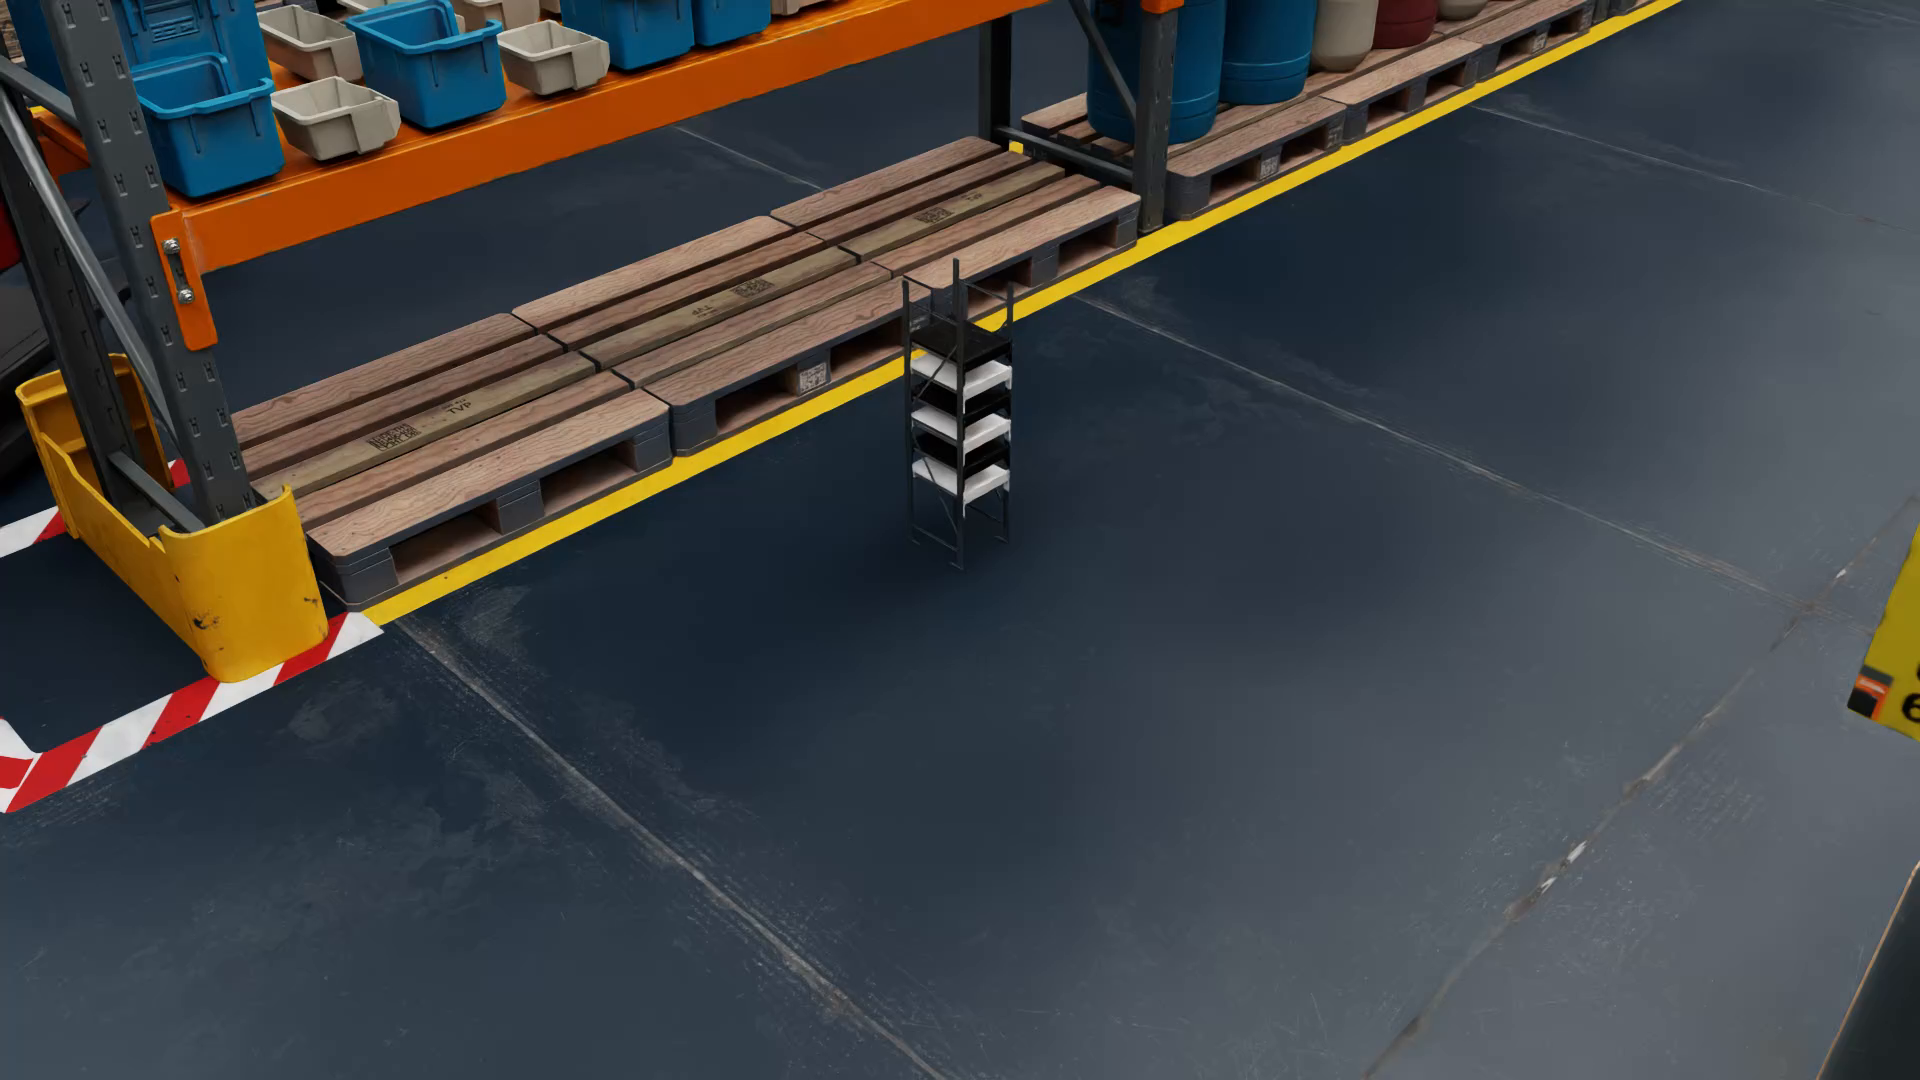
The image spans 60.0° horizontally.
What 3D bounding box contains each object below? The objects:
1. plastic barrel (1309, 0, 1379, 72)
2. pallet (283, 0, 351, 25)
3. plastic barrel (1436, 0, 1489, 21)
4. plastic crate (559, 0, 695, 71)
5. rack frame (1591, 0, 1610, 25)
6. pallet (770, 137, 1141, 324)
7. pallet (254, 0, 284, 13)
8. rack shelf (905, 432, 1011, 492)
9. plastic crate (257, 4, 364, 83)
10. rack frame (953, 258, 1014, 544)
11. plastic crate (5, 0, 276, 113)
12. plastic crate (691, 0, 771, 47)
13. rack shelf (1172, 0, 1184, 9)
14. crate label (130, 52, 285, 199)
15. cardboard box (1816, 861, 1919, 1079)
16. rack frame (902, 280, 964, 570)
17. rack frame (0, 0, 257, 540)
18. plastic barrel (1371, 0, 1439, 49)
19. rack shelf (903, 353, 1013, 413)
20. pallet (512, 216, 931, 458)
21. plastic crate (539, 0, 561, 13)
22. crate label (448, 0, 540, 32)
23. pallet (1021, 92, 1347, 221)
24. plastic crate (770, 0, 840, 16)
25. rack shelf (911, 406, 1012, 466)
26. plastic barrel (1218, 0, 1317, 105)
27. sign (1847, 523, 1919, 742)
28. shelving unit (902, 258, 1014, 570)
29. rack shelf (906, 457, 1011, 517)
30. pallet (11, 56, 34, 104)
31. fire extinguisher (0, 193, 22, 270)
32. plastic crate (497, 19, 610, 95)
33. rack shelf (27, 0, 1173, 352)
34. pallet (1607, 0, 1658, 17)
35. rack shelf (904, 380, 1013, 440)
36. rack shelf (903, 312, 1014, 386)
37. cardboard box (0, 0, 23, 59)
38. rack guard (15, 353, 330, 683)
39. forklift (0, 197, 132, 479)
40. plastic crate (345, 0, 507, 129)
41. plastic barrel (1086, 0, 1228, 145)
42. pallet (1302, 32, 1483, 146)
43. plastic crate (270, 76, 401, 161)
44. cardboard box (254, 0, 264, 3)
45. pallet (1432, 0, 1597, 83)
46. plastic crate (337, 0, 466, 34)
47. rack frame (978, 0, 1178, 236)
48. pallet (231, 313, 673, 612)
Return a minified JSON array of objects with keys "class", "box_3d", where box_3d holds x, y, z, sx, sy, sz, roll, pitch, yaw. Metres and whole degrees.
[{"class":"plastic barrel","box_3d":[1.833,-2.602,8.167,0.421,0.512,0.421,0,35,0]},{"class":"pallet","box_3d":[-3.629,-3.331,9.842,1.003,0.211,1.213,30,45,35]},{"class":"plastic barrel","box_3d":[2.629,-3.061,8.824,0.421,0.512,0.421,0,35,0]},{"class":"plastic crate","box_3d":[-1.005,-1.590,5.002,0.416,0.233,0.300,30,45,35]},{"class":"rack frame","box_3d":[3.296,-4.380,8.908,1.000,3.000,0.127,30,45,35]},{"class":"pallet","box_3d":[-0.013,-1.298,6.927,1.003,0.211,1.213,30,45,35]},{"class":"pallet","box_3d":[-4.488,-2.834,9.129,1.003,0.211,1.213,30,45,35]},{"class":"rack shelf","box_3d":[-0.006,-0.265,5.058,0.258,0.077,0.200,30,45,35]},{"class":"plastic crate","box_3d":[-1.895,-1.453,4.889,0.396,0.136,0.243,30,45,35]},{"class":"rack frame","box_3d":[0.066,-0.407,5.047,0.240,0.900,0.006,30,45,35]},{"class":"plastic crate","box_3d":[-2.237,-1.383,4.527,0.616,0.435,0.499,30,45,35]},{"class":"plastic crate","box_3d":[-0.794,-1.712,5.177,0.416,0.233,0.300,30,45,35]},{"class":"rack shelf","box_3d":[1.887,-3.273,7.949,1.077,0.370,4.000,30,45,35]},{"class":"crate label","box_3d":[-1.933,-1.056,4.235,0.416,0.233,0.303,30,45,35]},{"class":"cardboard box","box_3d":[1.294,0.533,1.776,0.500,0.500,0.500,-28,44,-34]},{"class":"rack frame","box_3d":[-0.077,-0.325,4.929,0.240,0.900,0.006,30,45,35]},{"class":"rack frame","box_3d":[-2.341,-1.132,4.251,1.000,3.000,0.127,30,45,35]},{"class":"plastic barrel","box_3d":[2.168,-2.899,8.526,0.600,0.588,0.708,30,45,35]},{"class":"rack shelf","box_3d":[-0.006,-0.486,4.904,0.258,0.077,0.200,30,45,35]},{"class":"pallet","box_3d":[-0.873,-0.800,6.213,1.003,0.211,1.213,30,45,35]},{"class":"plastic crate","box_3d":[-1.306,-1.815,5.408,0.298,0.136,0.250,30,45,35]},{"class":"crate label","box_3d":[-1.501,-1.687,5.225,0.396,0.136,0.243,30,45,35]},{"class":"pallet","box_3d":[1.051,-1.909,7.802,1.003,0.211,1.213,30,45,35]},{"class":"plastic crate","box_3d":[-0.536,-1.844,5.451,0.293,0.136,0.466,30,45,35]},{"class":"rack shelf","box_3d":[-0.006,-0.338,5.007,0.258,0.077,0.200,30,45,35]},{"class":"plastic barrel","box_3d":[1.372,-2.569,7.779,0.600,0.901,0.708,30,45,35]},{"class":"sign","box_3d":[0.792,0.029,1.297,0.100,0.325,0.005,30,45,35]},{"class":"shelving unit","box_3d":[-0.006,-0.366,4.988,0.258,0.900,0.210,30,45,35]},{"class":"rack shelf","box_3d":[-0.006,-0.191,5.110,0.258,0.077,0.200,30,45,35]},{"class":"pallet","box_3d":[-5.348,-2.341,8.422,1.003,0.211,1.213,30,45,35]},{"class":"fire extinguisher","box_3d":[-2.769,-1.069,4.555,0.296,0.674,0.183,30,45,35]},{"class":"plastic crate","box_3d":[-1.170,-1.388,4.797,0.250,0.136,0.298,30,45,35]},{"class":"rack shelf","box_3d":[-0.932,-1.649,5.621,1.077,0.370,4.000,30,45,35]},{"class":"pallet","box_3d":[3.869,-3.535,10.134,1.003,0.211,1.213,30,45,35]},{"class":"rack shelf","box_3d":[-0.006,-0.412,4.955,0.258,0.077,0.200,30,45,35]},{"class":"rack shelf","box_3d":[-0.006,-0.560,4.852,0.258,0.077,0.200,30,45,35]},{"class":"cardboard box","box_3d":[-4.820,-3.091,8.550,0.875,0.875,0.875,30,45,35]},{"class":"rack guard","box_3d":[-2.348,-0.092,4.945,1.175,0.500,0.348,30,45,35]},{"class":"forklift","box_3d":[-3.610,-1.553,4.914,1.130,2.935,3.031,6,35,9]},{"class":"plastic crate","box_3d":[-1.469,-1.323,4.619,0.416,0.233,0.300,30,45,35]},{"class":"plastic barrel","box_3d":[0.873,-2.282,7.366,0.600,0.901,0.708,30,45,35]},{"class":"pallet","box_3d":[1.910,-2.406,8.516,1.003,0.211,1.213,30,45,35]},{"class":"plastic crate","box_3d":[-1.648,-1.113,4.402,0.250,0.136,0.298,30,45,35]},{"class":"cardboard box","box_3d":[-4.193,-3.452,9.068,0.875,0.875,0.875,30,45,35]},{"class":"pallet","box_3d":[2.770,-2.899,9.223,1.003,0.211,1.213,30,45,35]},{"class":"plastic crate","box_3d":[-1.680,-1.565,5.049,0.396,0.136,0.243,30,45,35]},{"class":"rack frame","box_3d":[0.478,-2.756,6.580,1.000,3.000,0.127,30,45,35]},{"class":"pallet","box_3d":[-1.732,-0.308,5.507,1.003,0.211,1.213,30,45,35]}]
